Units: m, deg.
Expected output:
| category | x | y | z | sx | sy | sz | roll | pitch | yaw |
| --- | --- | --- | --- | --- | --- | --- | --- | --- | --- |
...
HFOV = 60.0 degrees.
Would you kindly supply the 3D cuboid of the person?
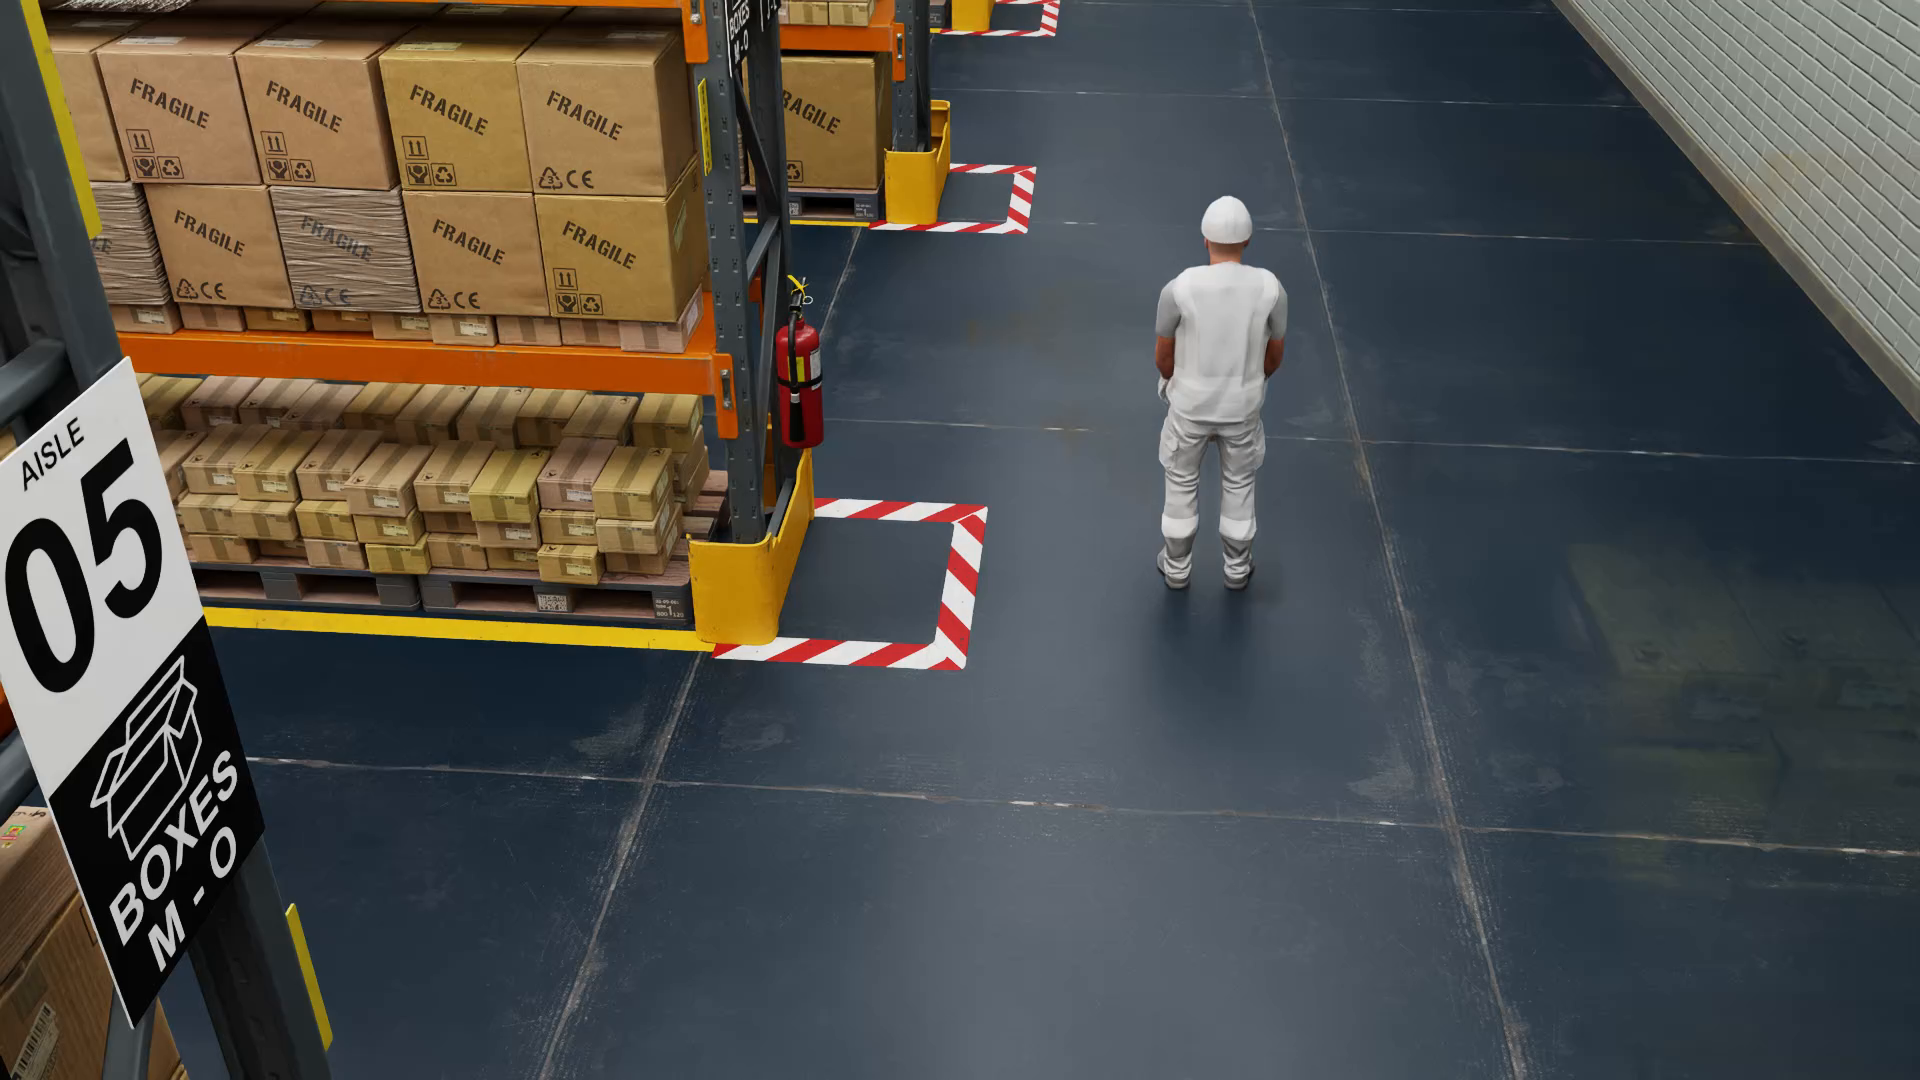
| category | x | y | z | sx | sy | sz | roll | pitch | yaw |
| --- | --- | --- | --- | --- | --- | --- | --- | --- | --- |
| person | 1.079 | -0.597 | 7.079 | 0.539 | 1.789 | 0.437 | 2 | 32 | 3 |
